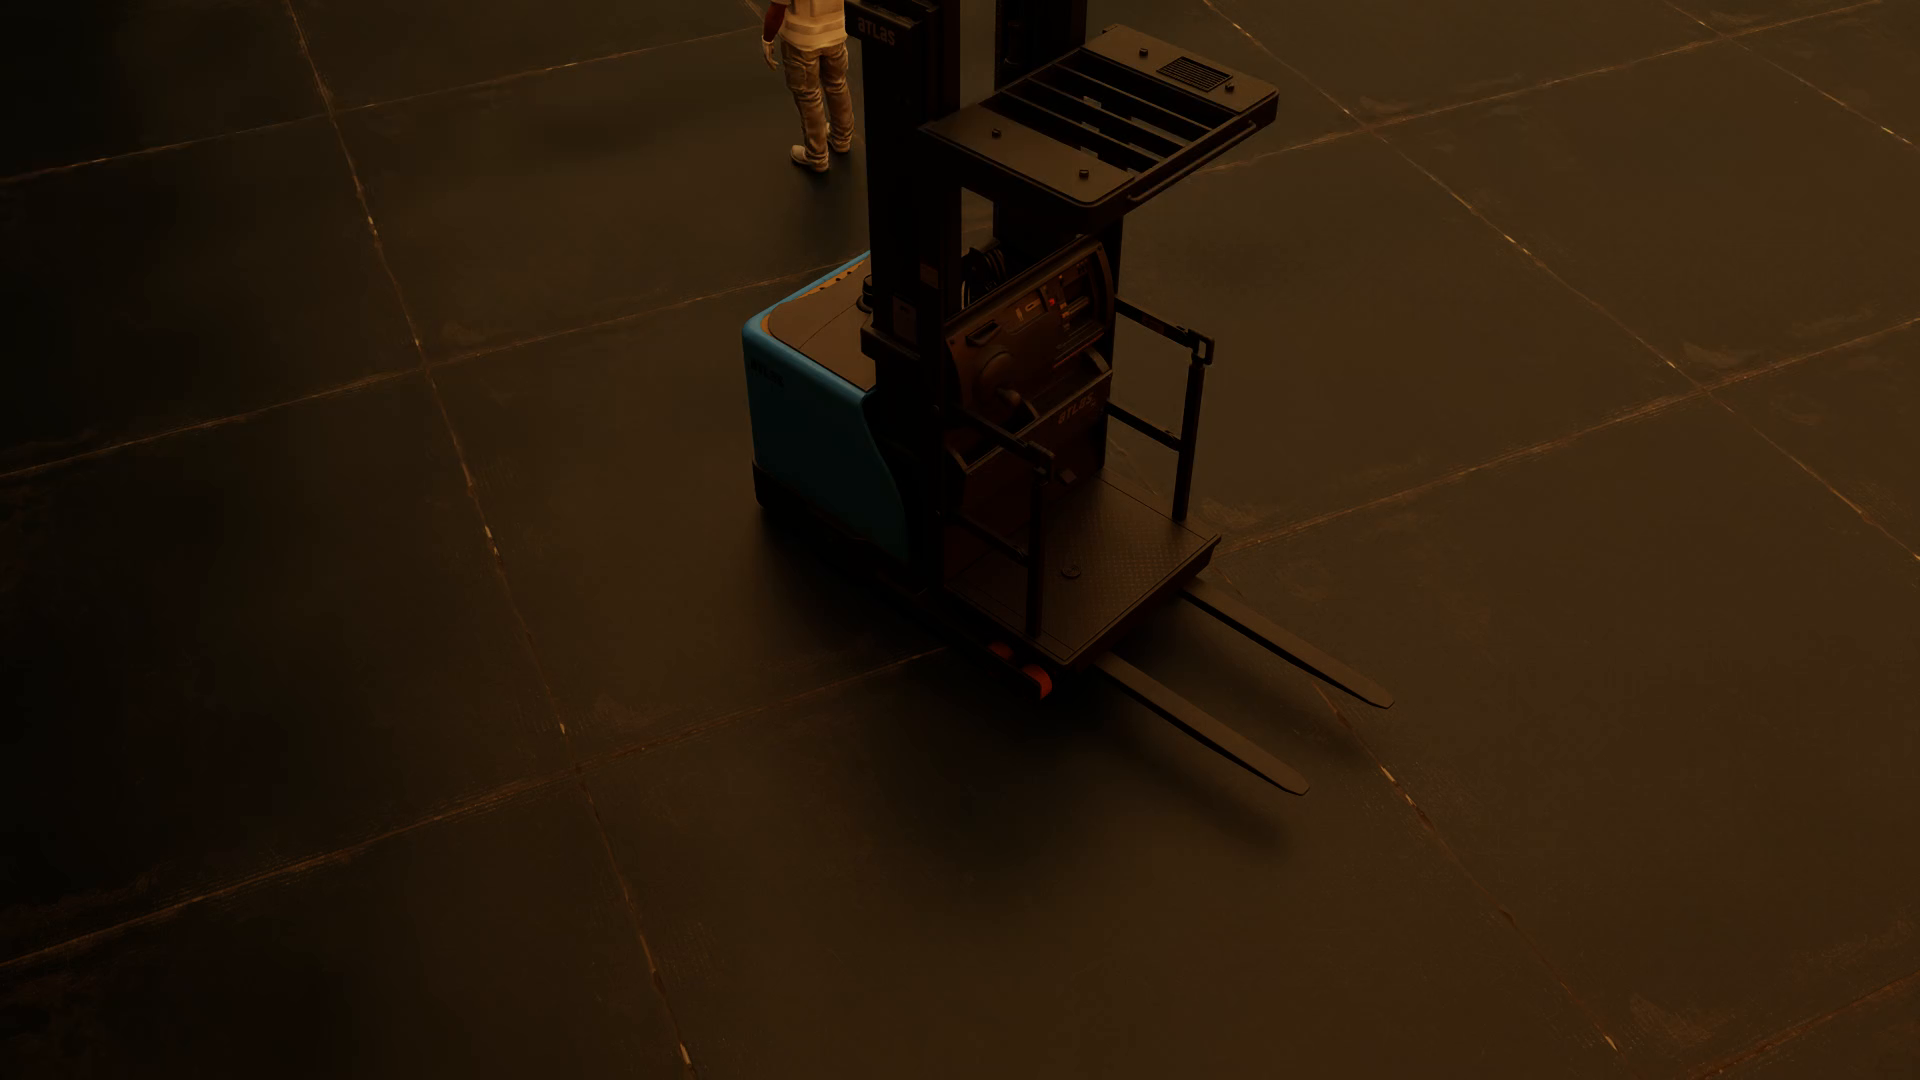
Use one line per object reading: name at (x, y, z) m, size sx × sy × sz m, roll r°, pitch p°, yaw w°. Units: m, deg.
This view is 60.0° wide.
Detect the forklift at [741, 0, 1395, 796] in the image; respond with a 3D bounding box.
forklift at (0.445, -0.788, 6.525) m, size 3.031 × 2.935 × 1.130 m, roll 32°, pitch 52°, yaw 30°

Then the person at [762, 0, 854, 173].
person at (-0.894, -2.997, 9.722) m, size 0.657 × 1.782 × 0.577 m, roll -26°, pitch 49°, yaw -25°
